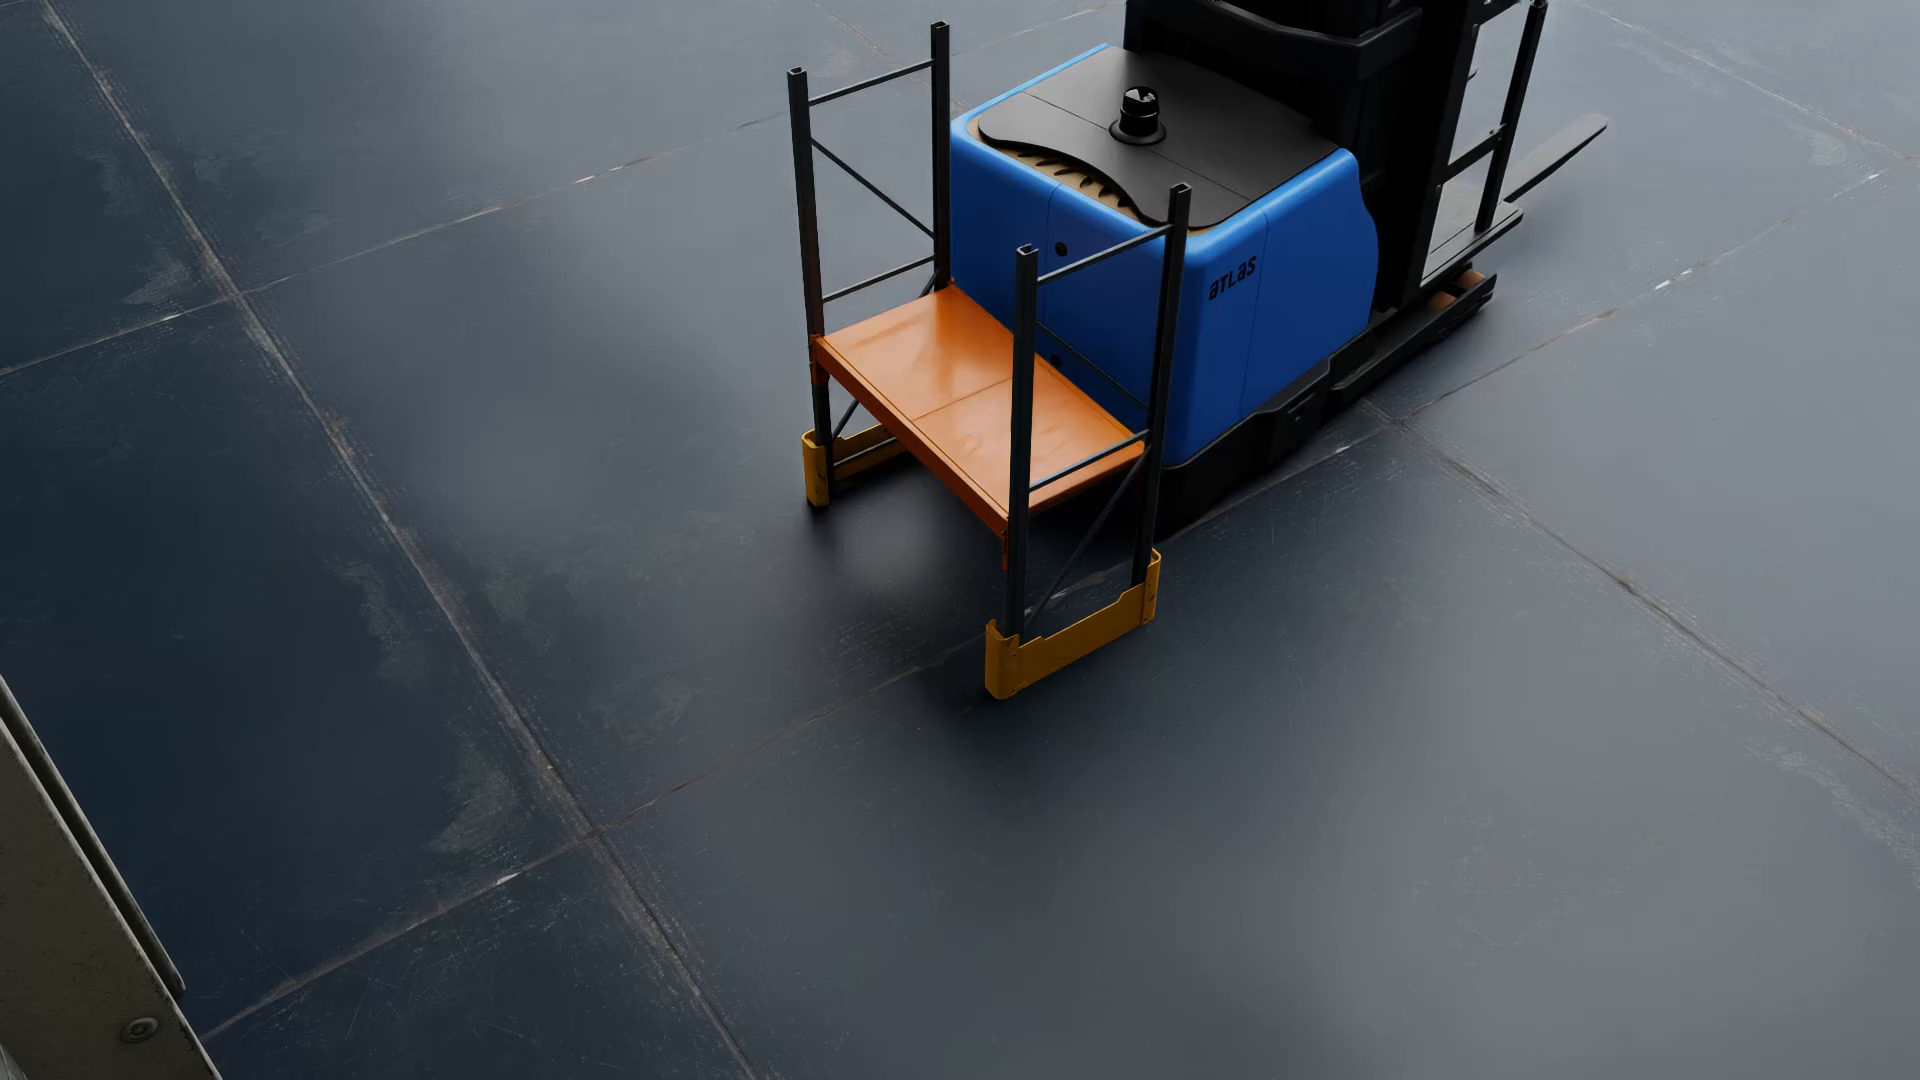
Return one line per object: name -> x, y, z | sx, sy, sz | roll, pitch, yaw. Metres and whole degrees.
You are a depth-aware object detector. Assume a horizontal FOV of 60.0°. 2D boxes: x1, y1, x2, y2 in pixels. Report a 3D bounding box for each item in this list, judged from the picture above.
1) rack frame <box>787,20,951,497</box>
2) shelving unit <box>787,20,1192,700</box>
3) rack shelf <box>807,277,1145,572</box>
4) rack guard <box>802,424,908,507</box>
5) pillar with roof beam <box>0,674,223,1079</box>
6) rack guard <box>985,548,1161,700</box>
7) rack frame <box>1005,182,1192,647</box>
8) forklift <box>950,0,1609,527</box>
rack frame -> -0.242, -0.782, 4.983 | 0.500, 1.500, 0.032 | -26, 49, -24
shelving unit -> 0.044, -0.499, 4.687 | 0.587, 1.500, 1.083 | -26, 49, -24
rack shelf -> 0.049, -0.364, 4.806 | 0.538, 0.185, 1.000 | -26, 49, -24
rack guard -> -0.241, -0.329, 5.414 | 0.587, 0.250, 0.087 | -26, 49, -24
pillar with roof beam -> 1.583, -3.706, 2.615 | 9.100, 9.000, 0.400 | -26, 49, -24
rack guard -> 0.328, 0.235, 4.823 | 0.587, 0.250, 0.087 | -26, 49, -24
rack frame -> 0.340, -0.206, 4.380 | 0.500, 1.500, 0.032 | -26, 49, -24
forklift -> 1.313, -2.014, 5.237 | 1.130, 2.935, 3.031 | 34, 53, 31
